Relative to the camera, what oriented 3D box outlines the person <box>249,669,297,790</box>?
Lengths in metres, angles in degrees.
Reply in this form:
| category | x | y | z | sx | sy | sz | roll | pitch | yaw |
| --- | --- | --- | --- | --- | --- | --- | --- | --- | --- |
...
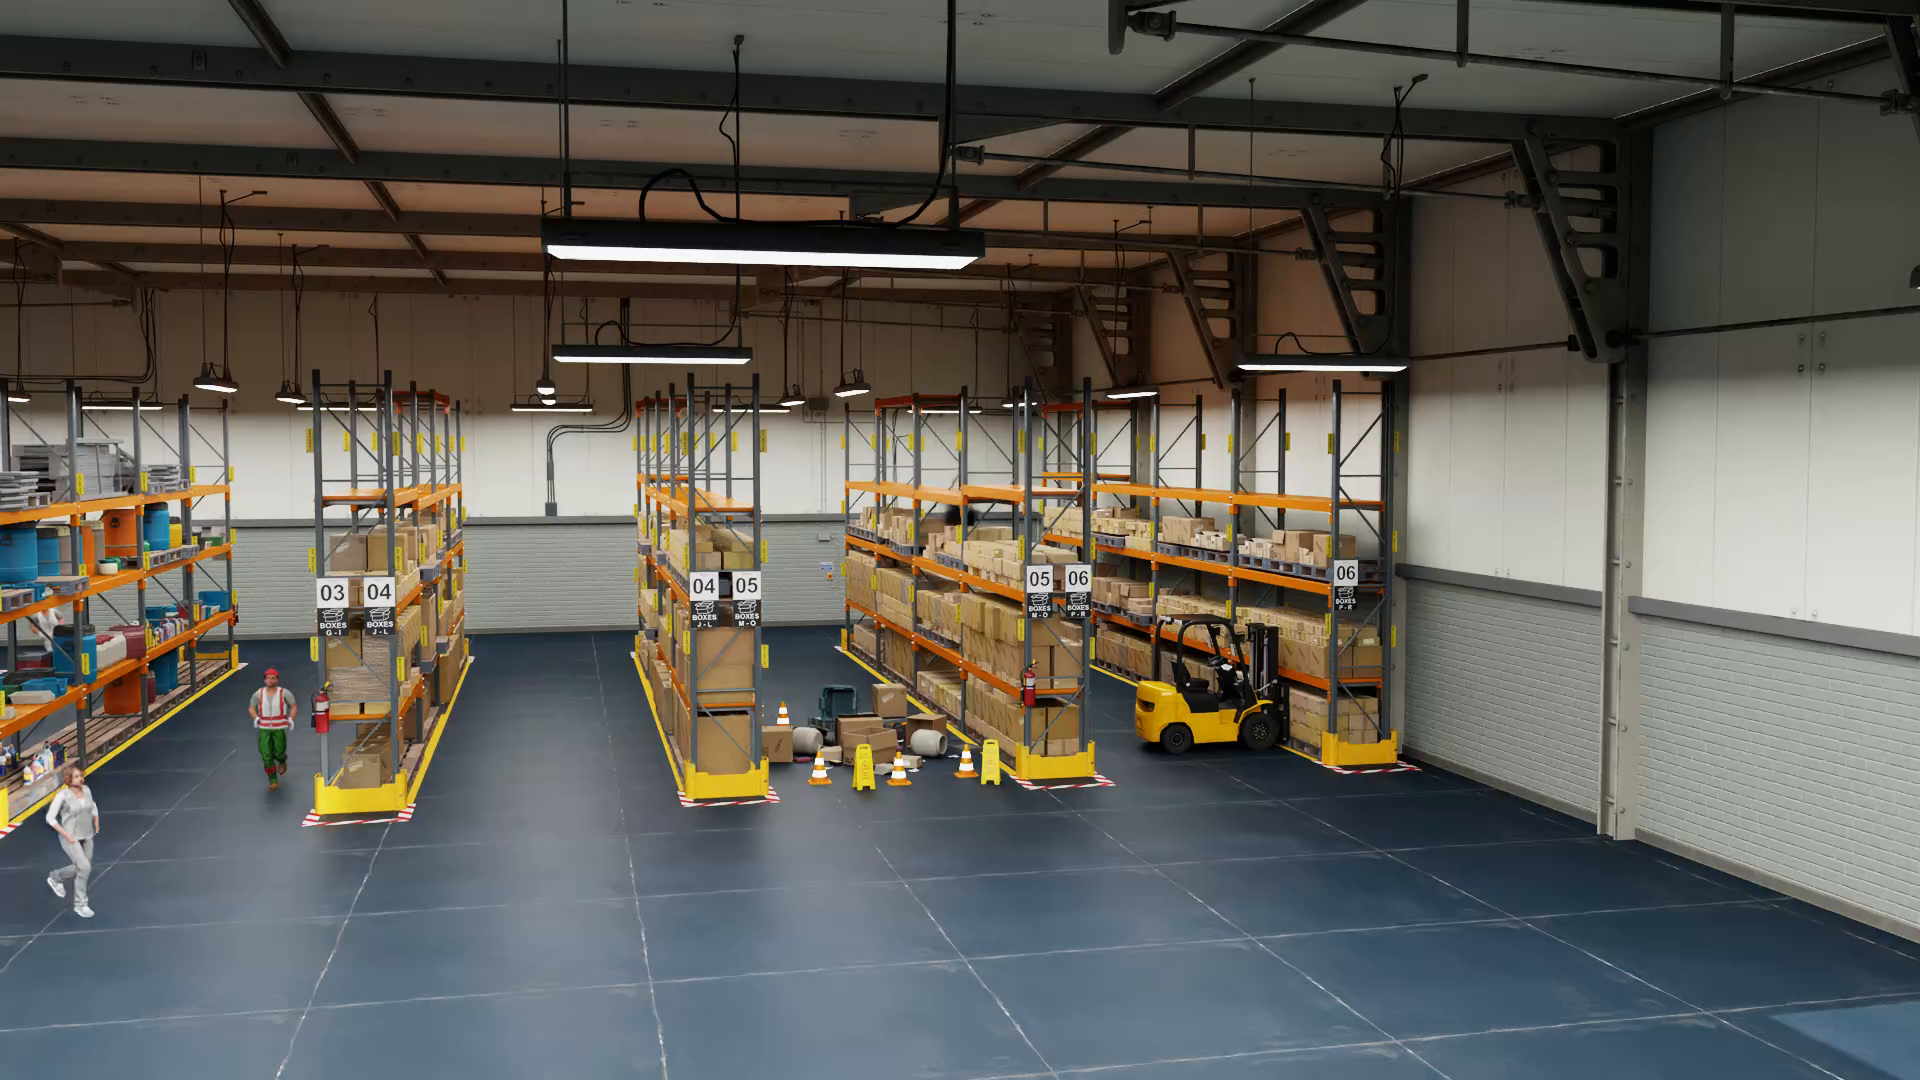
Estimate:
| category | x | y | z | sx | sy | sz | roll | pitch | yaw |
| --- | --- | --- | --- | --- | --- | --- | --- | --- | --- |
| person | -10.016 | 2.739 | 24.228 | 0.656 | 1.745 | 0.615 | -1 | 3 | -14 |

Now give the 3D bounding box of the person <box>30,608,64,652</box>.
| category | x | y | z | sx | sy | sz | roll | pitch | yaw |
| --- | --- | --- | --- | --- | --- | --- | --- | --- | --- |
| person | -19.711 | 2.082 | 35.967 | 0.713 | 1.690 | 0.608 | -3 | 4 | -39 |

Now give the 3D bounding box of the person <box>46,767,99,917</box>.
| category | x | y | z | sx | sy | sz | roll | pitch | yaw |
| --- | --- | --- | --- | --- | --- | --- | --- | --- | --- |
| person | -9.490 | 3.198 | 17.746 | 0.659 | 1.602 | 0.555 | 2 | 4 | 24 |
